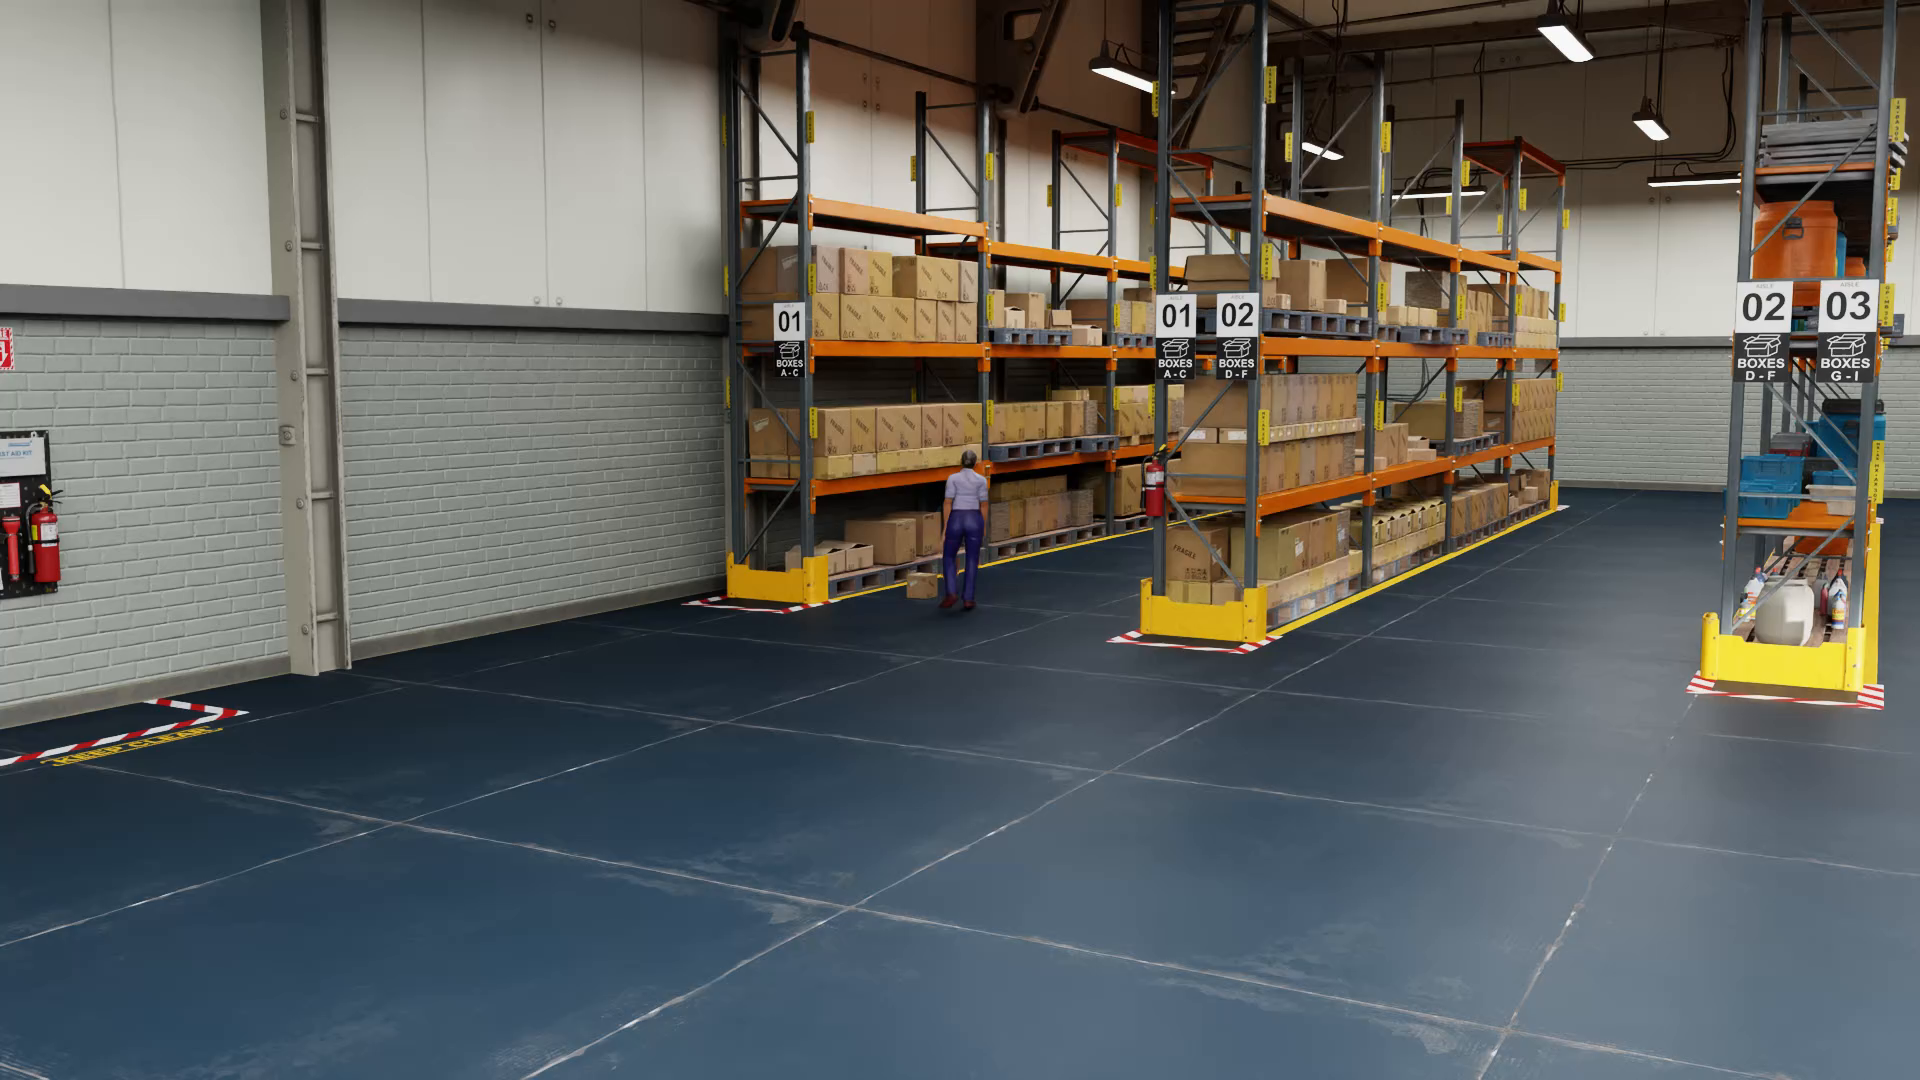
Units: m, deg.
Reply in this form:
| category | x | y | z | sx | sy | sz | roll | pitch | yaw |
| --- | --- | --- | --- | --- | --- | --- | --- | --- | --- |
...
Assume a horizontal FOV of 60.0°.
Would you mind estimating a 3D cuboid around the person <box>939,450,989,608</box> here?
| category | x | y | z | sx | sy | sz | roll | pitch | yaw |
| --- | --- | --- | --- | --- | --- | --- | --- | --- | --- |
| person | 0.040 | -0.094 | 17.410 | 0.524 | 1.674 | 0.370 | 0 | 6 | -2 |
